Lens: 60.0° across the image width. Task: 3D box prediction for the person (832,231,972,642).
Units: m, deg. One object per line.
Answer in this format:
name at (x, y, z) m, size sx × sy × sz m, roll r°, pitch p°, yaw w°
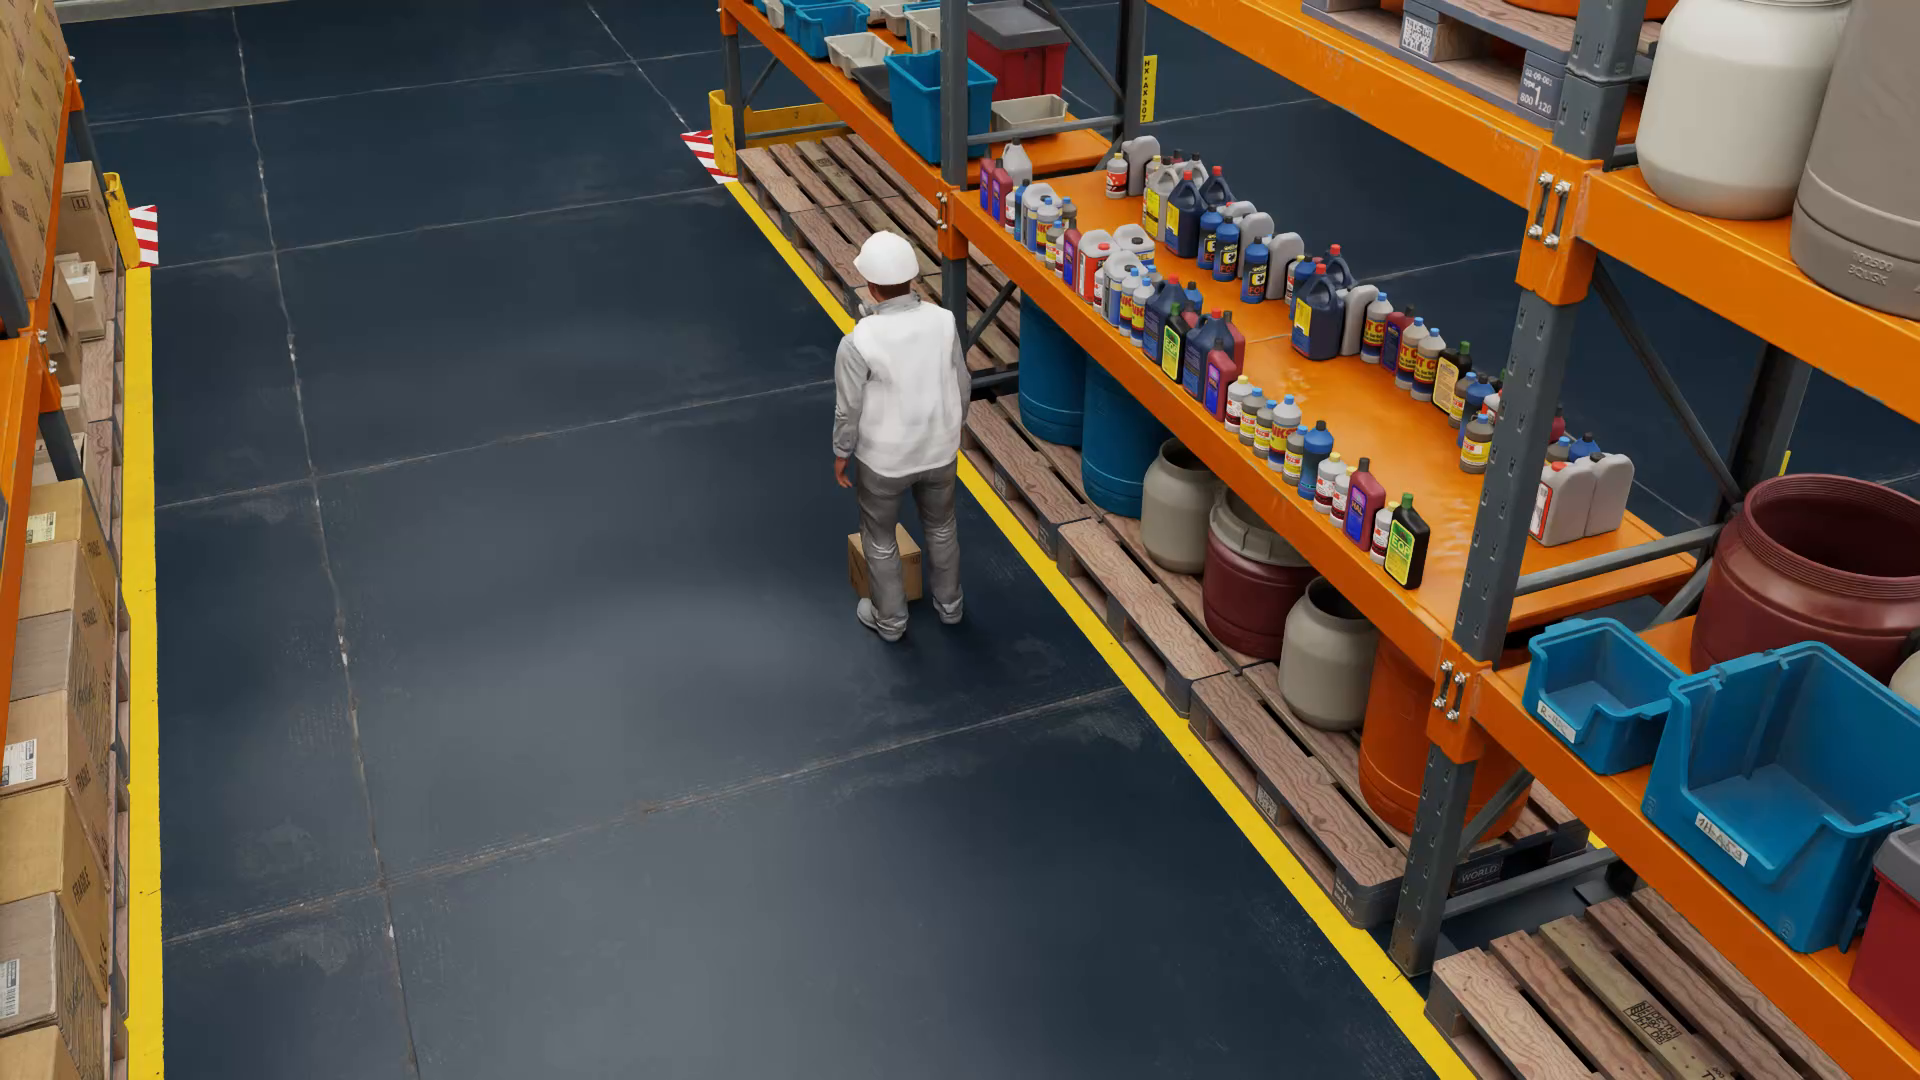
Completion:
person at (-0.231, -0.388, 6.706) m, size 0.593 × 1.773 × 0.457 m, roll -15°, pitch 36°, yaw -21°
